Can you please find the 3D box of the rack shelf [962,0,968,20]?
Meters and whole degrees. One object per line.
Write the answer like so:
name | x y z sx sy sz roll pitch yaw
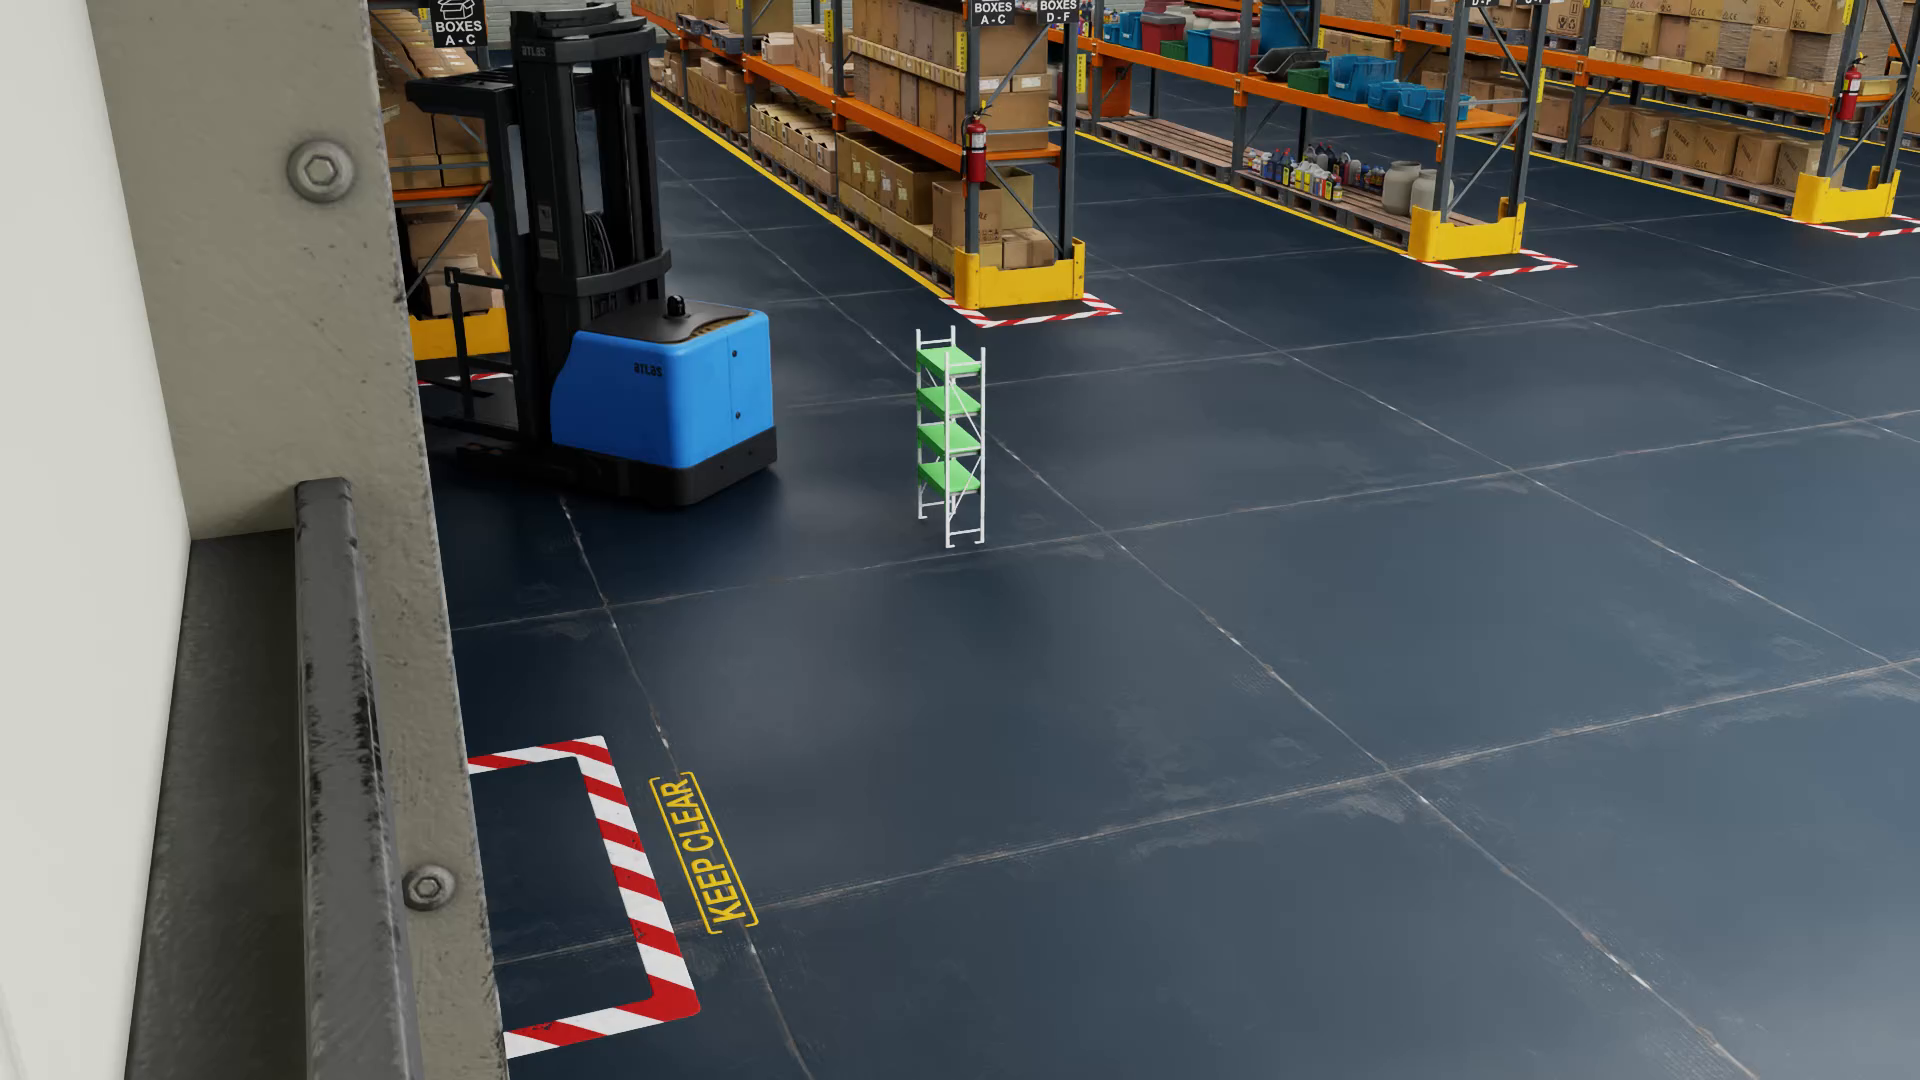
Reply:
rack shelf | -0.175 -5.358 15.863 1.077 0.370 4.000 -8 24 -19

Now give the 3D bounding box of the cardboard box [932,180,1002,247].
cardboard box | 0.064 -3.006 15.254 0.500 0.500 0.500 -8 24 -19

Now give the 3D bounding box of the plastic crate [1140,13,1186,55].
plastic crate | 2.626 -6.566 21.583 0.402 0.464 0.583 -8 24 -19

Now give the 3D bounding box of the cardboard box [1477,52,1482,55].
cardboard box | 9.767 -9.024 30.627 0.380 0.149 0.250 -8 24 -18

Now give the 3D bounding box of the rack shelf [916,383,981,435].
rack shelf | -0.058 -0.775 9.791 0.258 0.148 0.480 -8 24 -19

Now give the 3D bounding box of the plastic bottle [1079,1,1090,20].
plastic bottle | 1.853 -7.837 24.745 0.144 0.351 0.185 -8 24 -19

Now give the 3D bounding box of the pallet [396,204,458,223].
pallet | -5.791 -3.351 17.627 1.003 0.211 1.213 -8 24 -19

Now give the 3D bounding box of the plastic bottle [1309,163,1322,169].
plastic bottle | 3.998 -4.116 18.793 0.152 0.276 0.135 -8 24 -19

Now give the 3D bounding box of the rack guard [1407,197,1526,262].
rack guard | 5.096 -3.128 16.727 1.175 0.500 0.348 -8 24 -19

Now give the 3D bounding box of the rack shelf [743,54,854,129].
rack shelf | -1.588 -5.429 19.894 1.077 0.370 4.000 -8 24 -19

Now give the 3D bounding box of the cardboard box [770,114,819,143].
cardboard box | -2.012 -5.066 20.385 0.500 0.311 0.500 -9 24 -20

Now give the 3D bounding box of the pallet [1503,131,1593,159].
pallet | 8.111 -5.389 22.464 1.003 0.211 1.213 -8 24 -19

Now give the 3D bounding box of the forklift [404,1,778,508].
forklift | -2.752 -1.944 10.788 3.031 2.935 1.130 12 26 27

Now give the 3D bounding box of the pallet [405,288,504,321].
pallet | -4.382 -1.942 14.285 1.003 0.211 1.213 -8 24 -19

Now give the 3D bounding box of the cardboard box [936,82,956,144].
cardboard box | 0.189 -3.988 15.421 0.700 0.500 0.500 -8 24 -18

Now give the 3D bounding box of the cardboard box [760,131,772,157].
cardboard box | -2.206 -5.001 20.951 0.500 0.250 0.500 -9 24 -20

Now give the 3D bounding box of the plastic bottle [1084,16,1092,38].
plastic bottle | 1.799 -7.200 23.321 0.061 0.283 0.133 -8 24 -19

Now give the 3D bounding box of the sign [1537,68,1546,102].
sign | 5.683 -4.460 16.313 0.100 0.325 0.005 -8 24 -19

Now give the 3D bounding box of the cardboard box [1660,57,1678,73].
cardboard box | 8.647 -5.706 19.948 0.380 0.149 0.250 -8 24 -19

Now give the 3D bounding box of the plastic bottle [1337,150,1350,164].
plastic bottle | 4.433 -4.313 19.164 0.144 0.351 0.185 -8 24 -19

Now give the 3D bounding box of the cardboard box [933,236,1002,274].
cardboard box | 0.066 -2.661 15.401 0.500 0.250 0.500 -8 24 -19

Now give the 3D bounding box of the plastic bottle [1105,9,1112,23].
plastic bottle | 2.183 -7.654 24.413 0.097 0.271 0.097 0 23 0

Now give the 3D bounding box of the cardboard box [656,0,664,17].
cardboard box | -4.491 -8.507 26.141 0.500 0.500 0.500 -8 24 -18

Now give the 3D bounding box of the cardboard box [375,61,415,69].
cardboard box | -5.000 -3.882 14.499 0.500 0.500 0.500 -8 24 -18

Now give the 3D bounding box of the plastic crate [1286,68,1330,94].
plastic crate | 3.970 -5.082 18.419 0.450 0.188 0.662 -8 24 -19

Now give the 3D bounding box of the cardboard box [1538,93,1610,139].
cardboard box | 8.191 -5.669 22.188 0.700 0.500 0.500 -10 25 -23

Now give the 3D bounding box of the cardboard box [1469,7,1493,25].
cardboard box | 7.352 -7.329 23.128 0.500 0.250 0.500 -9 24 -20

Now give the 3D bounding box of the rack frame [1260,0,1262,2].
rack frame | 5.562 -9.298 28.149 1.000 3.000 0.127 -8 24 -19

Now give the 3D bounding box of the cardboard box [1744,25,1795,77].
cardboard box | 9.343 -5.490 18.602 0.875 0.500 0.500 -8 24 -19

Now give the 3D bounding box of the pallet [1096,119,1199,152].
pallet | 2.578 -5.594 22.949 1.003 0.211 1.213 -8 24 -19

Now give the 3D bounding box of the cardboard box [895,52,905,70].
cardboard box | -0.417 -4.692 16.256 0.380 0.149 0.250 -9 24 -19

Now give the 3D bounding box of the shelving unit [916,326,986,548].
shelving unit | -0.058 -0.613 9.859 0.258 1.200 0.503 -8 24 -19

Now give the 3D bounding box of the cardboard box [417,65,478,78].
cardboard box | -4.330 -3.769 14.232 0.500 0.500 0.500 -9 25 -21

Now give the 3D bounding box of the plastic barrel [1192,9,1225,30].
plastic barrel | 3.209 -6.576 21.515 0.433 0.535 0.433 0 23 0

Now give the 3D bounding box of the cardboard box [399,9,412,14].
cardboard box | -6.752 -5.886 19.356 0.700 0.500 0.500 -11 25 -25

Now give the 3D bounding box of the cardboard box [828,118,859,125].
cardboard box | -1.338 -4.961 20.136 0.500 0.311 0.500 -8 24 -18

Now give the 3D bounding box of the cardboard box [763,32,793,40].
cardboard box | -2.207 -6.308 21.168 0.500 0.311 0.500 -7 24 -16

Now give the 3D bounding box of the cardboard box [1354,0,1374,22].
cardboard box | 6.398 -8.218 25.457 0.500 0.500 0.500 -9 24 -19

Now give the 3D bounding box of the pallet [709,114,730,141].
pallet | -2.950 -5.921 23.726 1.003 0.211 1.213 -8 24 -19

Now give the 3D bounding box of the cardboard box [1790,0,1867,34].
cardboard box | 9.375 -5.748 17.926 0.500 0.500 0.500 -8 24 -19

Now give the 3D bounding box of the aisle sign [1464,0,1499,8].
aisle sign | 4.915 -5.390 15.528 0.394 0.787 0.004 -8 24 -19

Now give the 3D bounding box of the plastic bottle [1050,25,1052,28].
plastic bottle | 1.378 -7.710 24.444 0.144 0.351 0.185 -8 24 -19

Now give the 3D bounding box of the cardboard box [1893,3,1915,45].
cardboard box | 13.205 -6.972 22.436 0.875 0.550 0.550 -8 24 -19

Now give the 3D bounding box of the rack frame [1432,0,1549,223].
rack frame | 5.167 -4.259 16.191 1.000 3.000 0.127 -8 24 -19

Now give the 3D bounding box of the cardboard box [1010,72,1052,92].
cardboard box | 0.595 -4.098 14.845 0.380 0.149 0.250 -9 24 -19

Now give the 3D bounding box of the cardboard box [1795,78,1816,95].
cardboard box | 9.419 -4.989 18.247 0.380 0.149 0.250 -8 24 -19

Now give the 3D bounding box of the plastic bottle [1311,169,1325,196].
plastic bottle | 3.996 -3.959 18.421 0.152 0.276 0.135 -9 24 -20

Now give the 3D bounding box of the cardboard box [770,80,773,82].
cardboard box | -2.740 -6.304 23.696 0.500 0.500 0.500 -9 25 -21

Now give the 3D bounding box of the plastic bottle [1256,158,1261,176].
plastic bottle | 3.528 -4.376 19.505 0.097 0.201 0.097 0 23 0

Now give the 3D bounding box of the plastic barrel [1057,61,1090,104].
plastic barrel | 1.753 -6.834 24.865 0.600 0.588 0.708 -8 24 -19

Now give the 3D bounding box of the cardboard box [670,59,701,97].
cardboard box | -4.174 -7.160 25.726 0.500 0.500 0.500 -8 24 -19

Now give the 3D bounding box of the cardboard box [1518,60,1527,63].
cardboard box | 10.250 -8.679 29.357 0.500 0.500 0.500 -7 24 -17

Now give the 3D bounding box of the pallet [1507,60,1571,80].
pallet | 10.514 -8.375 29.547 1.003 0.211 1.213 -8 24 -19
